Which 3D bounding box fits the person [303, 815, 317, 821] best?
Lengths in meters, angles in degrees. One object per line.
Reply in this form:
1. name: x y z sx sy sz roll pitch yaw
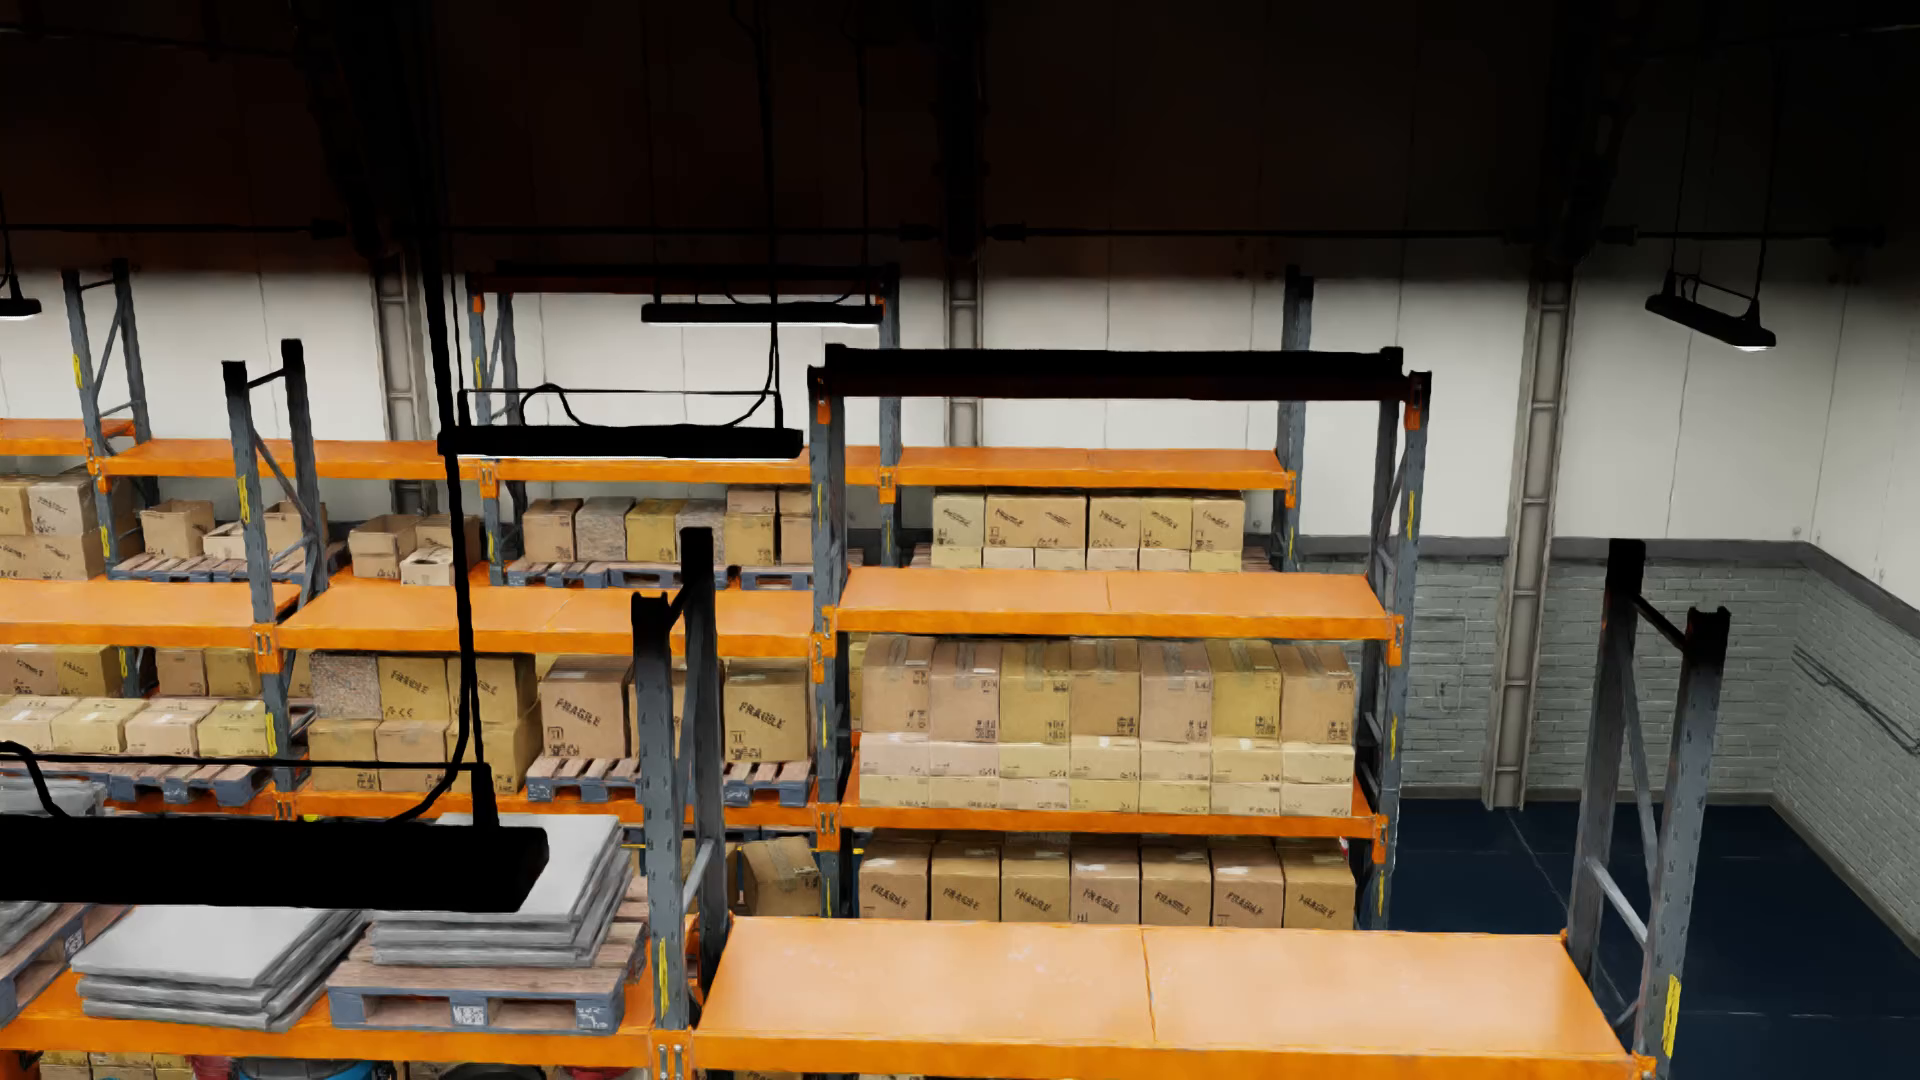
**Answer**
1. person: -5.707 3.126 14.756 1.107 1.688 0.579 1 16 5
